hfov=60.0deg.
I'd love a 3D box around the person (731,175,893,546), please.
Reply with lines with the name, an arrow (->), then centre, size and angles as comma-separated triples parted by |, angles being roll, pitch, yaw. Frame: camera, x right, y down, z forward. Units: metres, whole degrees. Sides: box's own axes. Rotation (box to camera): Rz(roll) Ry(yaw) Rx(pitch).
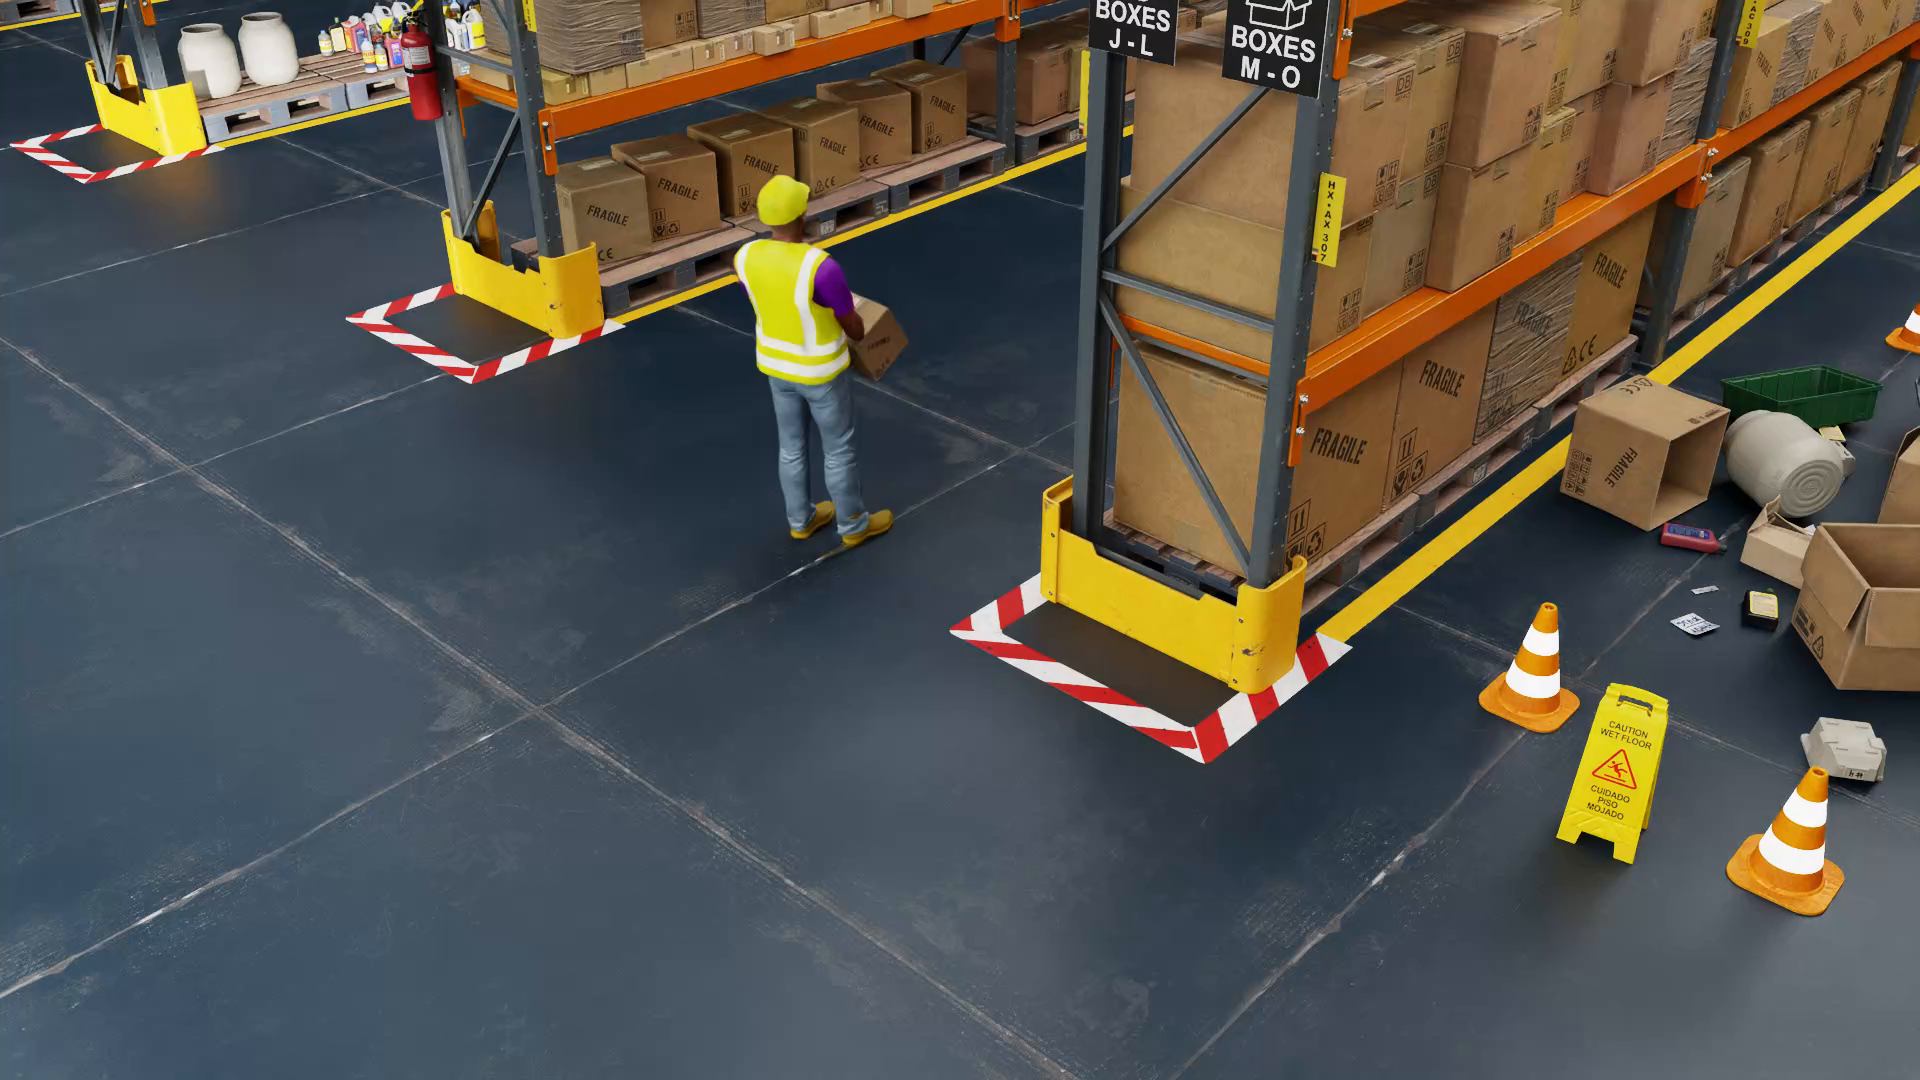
person -> -0.652, -0.800, 7.427 | 0.576, 1.772, 0.539 | 15, 34, 23
